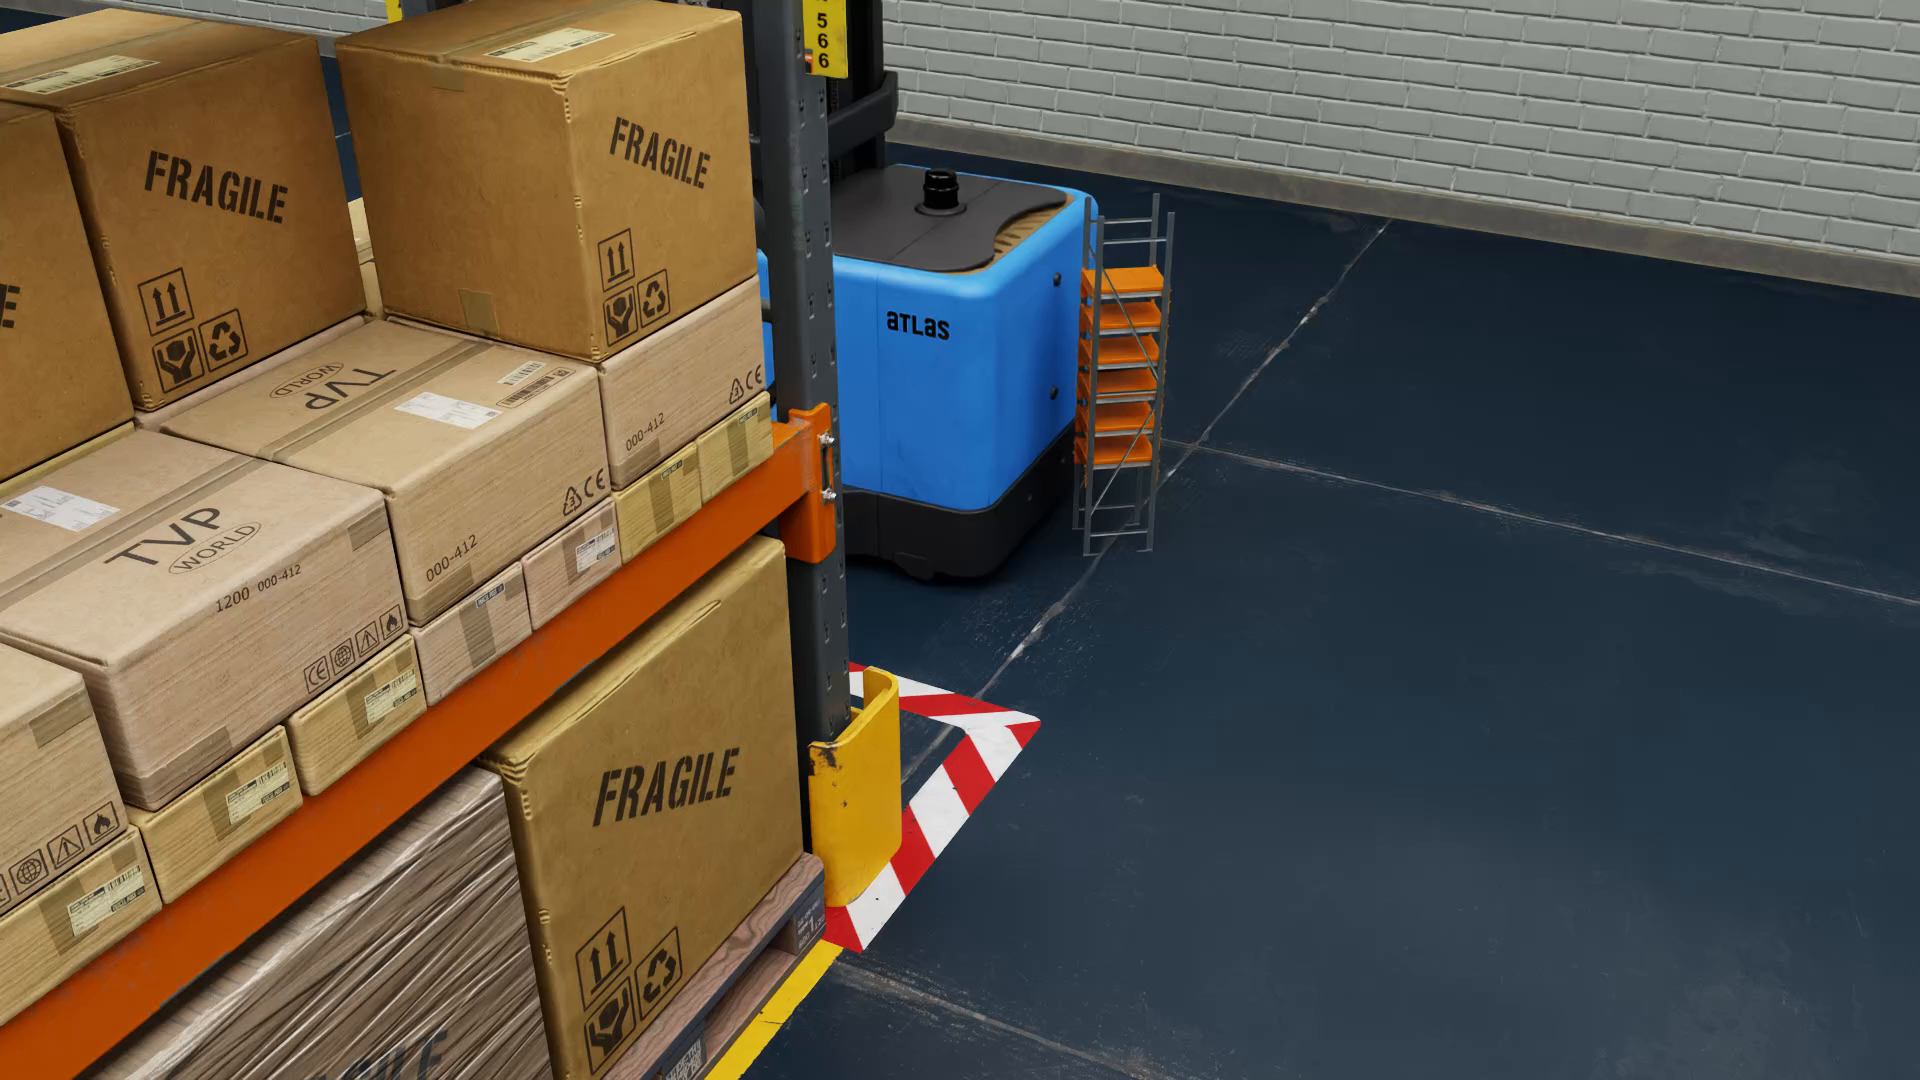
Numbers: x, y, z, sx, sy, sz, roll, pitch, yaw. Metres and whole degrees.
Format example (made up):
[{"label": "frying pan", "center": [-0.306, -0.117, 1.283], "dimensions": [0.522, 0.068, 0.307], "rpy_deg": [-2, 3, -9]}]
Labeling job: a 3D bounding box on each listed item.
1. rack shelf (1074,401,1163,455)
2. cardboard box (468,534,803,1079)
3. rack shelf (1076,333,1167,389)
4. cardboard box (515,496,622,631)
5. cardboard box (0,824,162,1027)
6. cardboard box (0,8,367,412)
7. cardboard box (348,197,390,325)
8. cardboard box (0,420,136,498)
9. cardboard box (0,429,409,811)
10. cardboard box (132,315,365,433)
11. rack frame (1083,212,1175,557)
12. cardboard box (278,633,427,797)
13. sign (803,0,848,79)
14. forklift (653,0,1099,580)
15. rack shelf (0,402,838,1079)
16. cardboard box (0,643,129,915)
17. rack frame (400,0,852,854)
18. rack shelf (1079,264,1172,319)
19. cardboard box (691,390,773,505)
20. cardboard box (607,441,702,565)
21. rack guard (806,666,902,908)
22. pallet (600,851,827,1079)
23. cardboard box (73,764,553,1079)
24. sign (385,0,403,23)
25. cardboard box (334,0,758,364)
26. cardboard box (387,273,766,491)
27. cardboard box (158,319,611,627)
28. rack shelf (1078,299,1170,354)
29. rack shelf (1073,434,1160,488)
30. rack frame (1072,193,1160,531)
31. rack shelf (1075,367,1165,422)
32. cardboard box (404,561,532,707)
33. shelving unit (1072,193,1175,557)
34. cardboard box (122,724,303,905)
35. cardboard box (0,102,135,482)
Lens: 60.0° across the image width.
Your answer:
[{"label": "rack shelf", "center": [0.524, -0.375, 5.529], "dimensions": [0.258, 0.103, 0.180], "rpy_deg": [-4, 30, -7]}, {"label": "cardboard box", "center": [-0.960, 0.471, 3.629], "dimensions": [0.875, 0.875, 0.875], "rpy_deg": [14, 33, 23]}, {"label": "rack shelf", "center": [0.524, -0.583, 5.409], "dimensions": [0.258, 0.103, 0.180], "rpy_deg": [-4, 30, -7]}, {"label": "cardboard box", "center": [-0.841, -0.001, 2.992], "dimensions": [0.380, 0.149, 0.250], "rpy_deg": [14, 33, 23]}, {"label": "cardboard box", "center": [-1.305, 0.449, 2.207], "dimensions": [0.380, 0.149, 0.250], "rpy_deg": [15, 33, 24]}, {"label": "cardboard box", "center": [-1.426, -0.586, 2.857], "dimensions": [0.500, 0.500, 0.500], "rpy_deg": [13, 33, 22]}, {"label": "cardboard box", "center": [-1.198, -0.482, 3.429], "dimensions": [0.500, 0.250, 0.500], "rpy_deg": [13, 32, 22]}, {"label": "cardboard box", "center": [-1.661, -0.028, 2.639], "dimensions": [0.500, 0.250, 0.500], "rpy_deg": [13, 32, 22]}, {"label": "cardboard box", "center": [-1.187, 0.092, 2.430], "dimensions": [0.500, 0.250, 0.500], "rpy_deg": [13, 32, 22]}, {"label": "cardboard box", "center": [-1.429, -0.250, 3.025], "dimensions": [0.500, 0.250, 0.500], "rpy_deg": [14, 33, 23]}, {"label": "rack frame", "center": [0.537, -0.473, 5.369], "dimensions": [0.240, 1.200, 0.006], "rpy_deg": [-4, 30, -7]}, {"label": "cardboard box", "center": [-1.072, 0.225, 2.598], "dimensions": [0.380, 0.149, 0.250], "rpy_deg": [14, 33, 22]}, {"label": "sign", "center": [-0.262, -1.045, 3.157], "dimensions": [0.100, 0.325, 0.005], "rpy_deg": [14, 33, 23]}, {"label": "forklift", "center": [-1.072, -1.625, 5.637], "dimensions": [3.031, 2.935, 1.130], "rpy_deg": [13, 32, 22]}, {"label": "rack shelf", "center": [-1.650, 0.629, 2.365], "dimensions": [1.077, 0.370, 4.000], "rpy_deg": [14, 33, 23]}, {"label": "cardboard box", "center": [-1.421, 0.324, 2.026], "dimensions": [0.500, 0.250, 0.500], "rpy_deg": [14, 33, 23]}, {"label": "rack frame", "center": [-0.739, -0.570, 3.730], "dimensions": [1.000, 3.000, 0.127], "rpy_deg": [14, 33, 23]}, {"label": "rack shelf", "center": [0.524, -0.792, 5.290], "dimensions": [0.258, 0.103, 0.180], "rpy_deg": [-4, 30, -7]}, {"label": "cardboard box", "center": [-0.608, -0.228, 3.387], "dimensions": [0.380, 0.149, 0.250], "rpy_deg": [15, 33, 24]}, {"label": "cardboard box", "center": [-0.725, -0.113, 3.186], "dimensions": [0.380, 0.149, 0.250], "rpy_deg": [15, 33, 24]}, {"label": "rack guard", "center": [-0.728, 0.504, 4.371], "dimensions": [1.175, 0.500, 0.348], "rpy_deg": [14, 33, 23]}, {"label": "pallet", "center": [-1.034, 1.012, 3.776], "dimensions": [1.003, 0.211, 1.213], "rpy_deg": [14, 33, 23]}, {"label": "cardboard box", "center": [-1.374, 0.875, 2.926], "dimensions": [0.875, 0.875, 0.875], "rpy_deg": [14, 33, 23]}, {"label": "sign", "center": [-1.231, -1.108, 3.718], "dimensions": [0.100, 0.325, 0.005], "rpy_deg": [14, 33, 23]}, {"label": "cardboard box", "center": [-0.727, -0.683, 3.026], "dimensions": [0.500, 0.500, 0.500], "rpy_deg": [15, 33, 24]}, {"label": "cardboard box", "center": [-0.724, -0.359, 3.214], "dimensions": [0.500, 0.250, 0.500], "rpy_deg": [14, 33, 23]}, {"label": "cardboard box", "center": [-0.955, -0.134, 2.823], "dimensions": [0.500, 0.250, 0.500], "rpy_deg": [14, 33, 22]}, {"label": "rack shelf", "center": [0.524, -0.688, 5.350], "dimensions": [0.258, 0.103, 0.180], "rpy_deg": [-4, 30, -7]}, {"label": "rack shelf", "center": [0.524, -0.271, 5.589], "dimensions": [0.258, 0.103, 0.180], "rpy_deg": [-4, 30, -7]}, {"label": "rack frame", "center": [0.510, -0.563, 5.526], "dimensions": [0.240, 1.200, 0.006], "rpy_deg": [-4, 30, -7]}, {"label": "rack shelf", "center": [0.524, -0.479, 5.469], "dimensions": [0.258, 0.103, 0.180], "rpy_deg": [-4, 30, -7]}, {"label": "cardboard box", "center": [-0.956, 0.109, 2.800], "dimensions": [0.380, 0.149, 0.250], "rpy_deg": [15, 33, 24]}, {"label": "shelving unit", "center": [0.524, -0.518, 5.447], "dimensions": [0.258, 1.200, 0.189], "rpy_deg": [-4, 30, -7]}, {"label": "cardboard box", "center": [-1.190, 0.340, 2.398], "dimensions": [0.380, 0.149, 0.250], "rpy_deg": [14, 33, 23]}, {"label": "cardboard box", "center": [-1.657, -0.355, 2.454], "dimensions": [0.500, 0.500, 0.500], "rpy_deg": [13, 32, 22]}]
